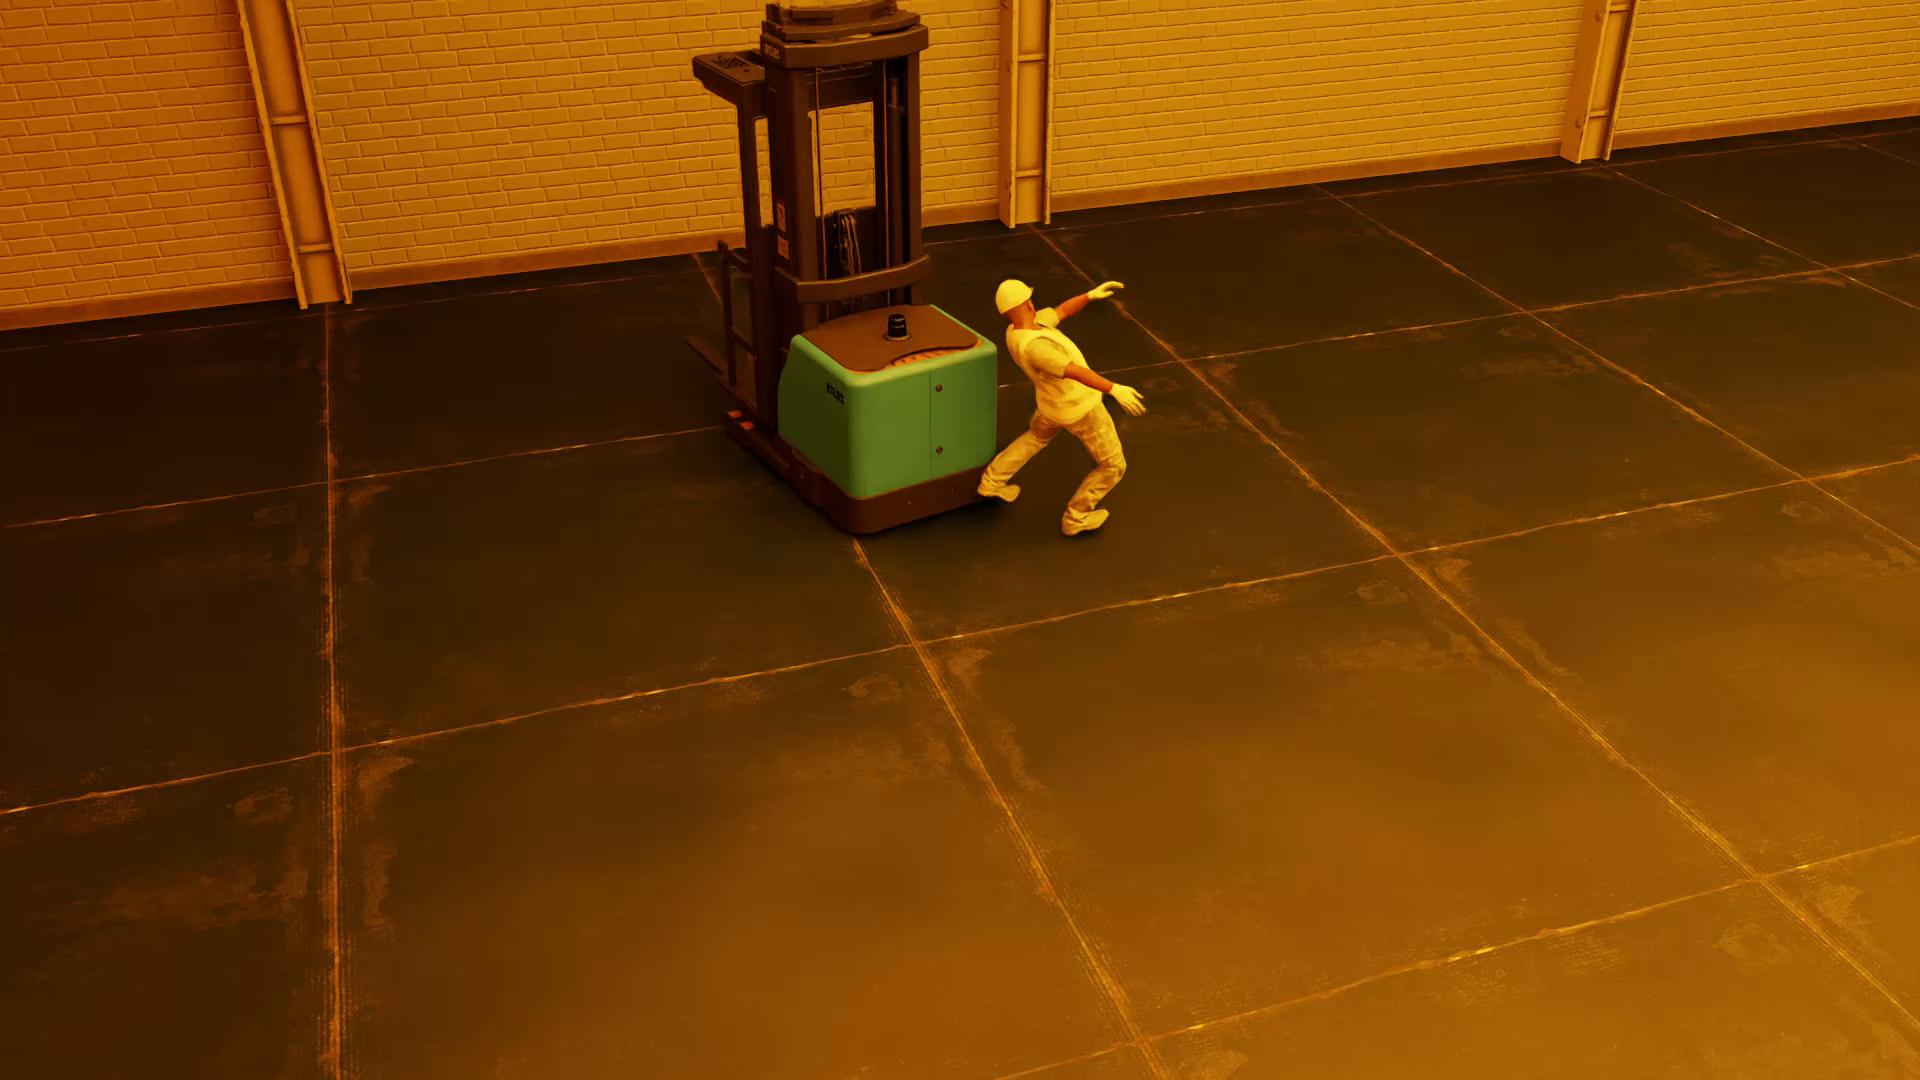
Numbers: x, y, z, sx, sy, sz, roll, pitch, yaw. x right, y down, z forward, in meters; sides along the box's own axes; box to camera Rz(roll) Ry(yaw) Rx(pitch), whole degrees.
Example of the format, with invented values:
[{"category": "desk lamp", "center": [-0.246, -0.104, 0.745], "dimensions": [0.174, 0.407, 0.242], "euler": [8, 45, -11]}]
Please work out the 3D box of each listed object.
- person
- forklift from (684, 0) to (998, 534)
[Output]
[{"category": "person", "center": [0.678, -0.741, 9.746], "dimensions": [0.782, 1.538, 1.079], "euler": [-17, 34, -27]}, {"category": "forklift", "center": [-0.952, -2.005, 10.572], "dimensions": [1.130, 2.935, 3.031], "euler": [-17, 34, -27]}]
